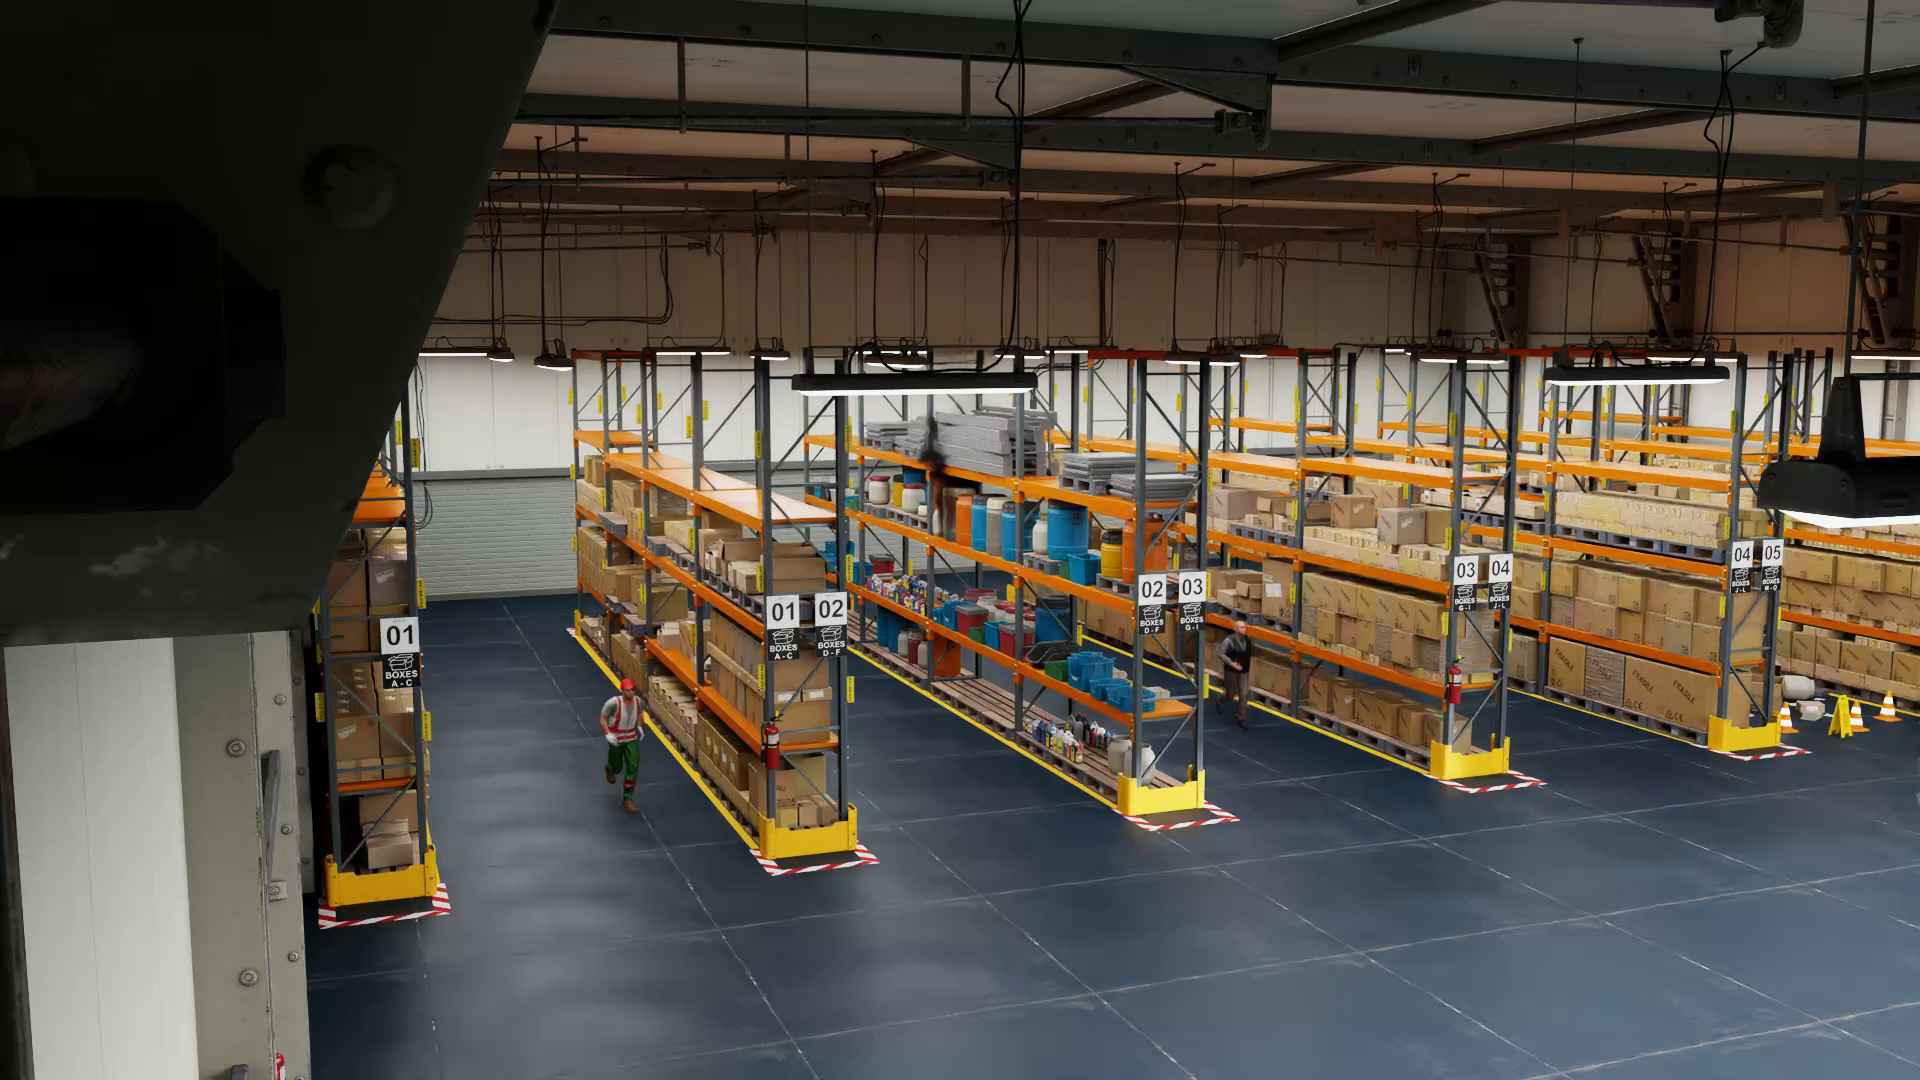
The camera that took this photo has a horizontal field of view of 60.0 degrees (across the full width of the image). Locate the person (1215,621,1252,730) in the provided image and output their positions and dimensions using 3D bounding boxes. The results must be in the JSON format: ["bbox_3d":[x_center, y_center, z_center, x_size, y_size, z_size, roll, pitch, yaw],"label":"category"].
[{"bbox_3d":[4.463,2.147,26.946,0.682,1.716,0.957,-3,8,-24],"label":"person"}]

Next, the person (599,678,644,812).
[{"bbox_3d":[-4.556,2.701,22.407,0.659,1.766,0.986,-4,8,-32],"label":"person"}]

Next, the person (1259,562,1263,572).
[{"bbox_3d":[7.762,0.223,42.090,0.775,1.826,0.685,-3,8,-22],"label":"person"}]
